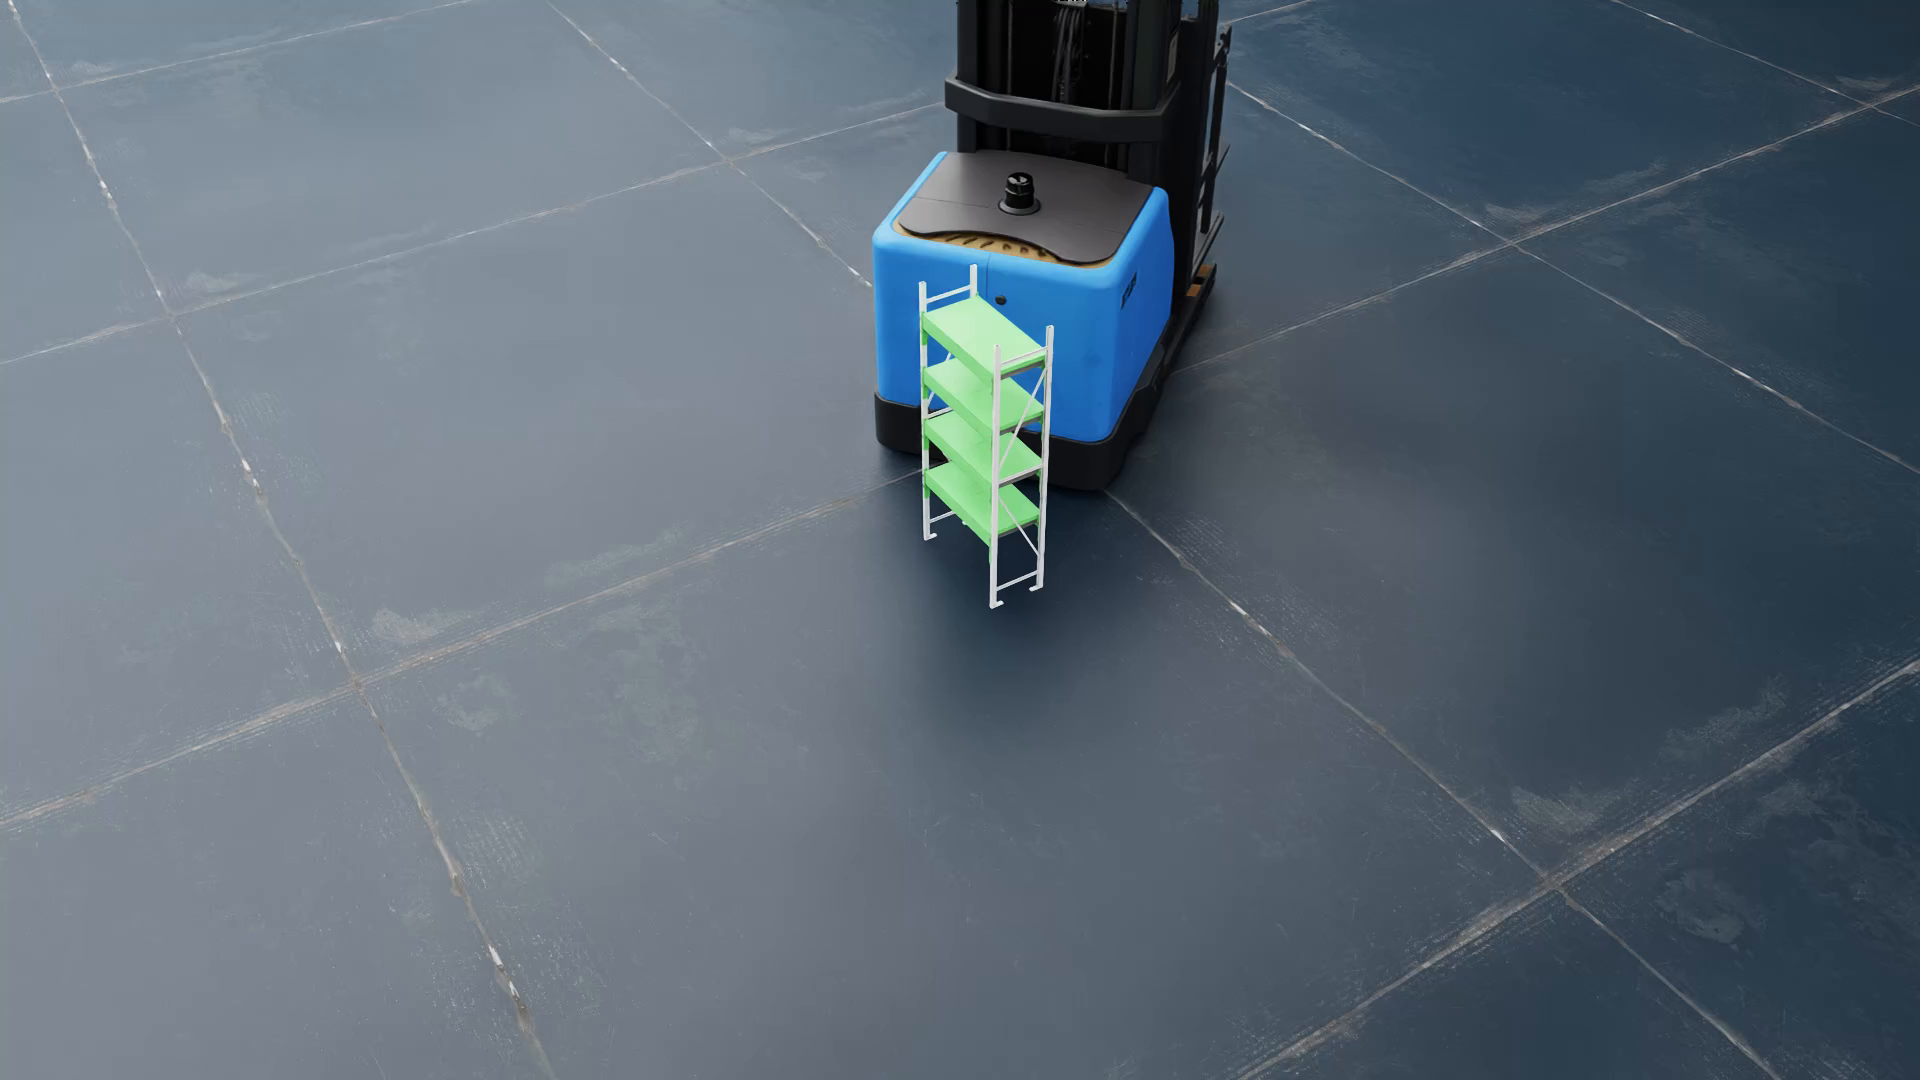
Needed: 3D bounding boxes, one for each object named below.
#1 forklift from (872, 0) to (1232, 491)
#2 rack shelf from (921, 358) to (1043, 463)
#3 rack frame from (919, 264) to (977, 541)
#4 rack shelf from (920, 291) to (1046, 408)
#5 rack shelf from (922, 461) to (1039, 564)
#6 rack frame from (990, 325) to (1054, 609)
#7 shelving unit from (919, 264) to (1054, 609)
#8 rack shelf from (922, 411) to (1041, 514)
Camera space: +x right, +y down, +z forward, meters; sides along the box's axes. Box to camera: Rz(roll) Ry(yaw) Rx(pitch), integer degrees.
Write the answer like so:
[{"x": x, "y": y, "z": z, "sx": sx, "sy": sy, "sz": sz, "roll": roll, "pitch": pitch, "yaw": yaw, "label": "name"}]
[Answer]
[{"x": 0.619, "y": -2.280, "z": 7.196, "sx": 1.130, "sy": 2.935, "sz": 3.031, "roll": 13, "pitch": 42, "yaw": 15, "label": "forklift"}, {"x": 0.089, "y": -0.507, "z": 6.146, "sx": 0.258, "sy": 0.148, "sz": 0.480, "roll": -22, "pitch": 45, "yaw": -24, "label": "rack shelf"}, {"x": -0.042, "y": -0.503, "z": 6.417, "sx": 0.240, "sy": 1.200, "sz": 0.015, "roll": -22, "pitch": 45, "yaw": -24, "label": "rack frame"}, {"x": 0.089, "y": -0.691, "z": 5.992, "sx": 0.258, "sy": 0.148, "sz": 0.480, "roll": -22, "pitch": 45, "yaw": -24, "label": "rack shelf"}, {"x": 0.089, "y": -0.138, "z": 6.453, "sx": 0.258, "sy": 0.148, "sz": 0.480, "roll": -22, "pitch": 45, "yaw": -24, "label": "rack shelf"}, {"x": 0.220, "y": -0.240, "z": 6.101, "sx": 0.240, "sy": 1.200, "sz": 0.015, "roll": -22, "pitch": 45, "yaw": -24, "label": "rack frame"}, {"x": 0.089, "y": -0.372, "z": 6.259, "sx": 0.258, "sy": 1.200, "sz": 0.503, "roll": -22, "pitch": 45, "yaw": -24, "label": "shelving unit"}, {"x": 0.089, "y": -0.323, "z": 6.300, "sx": 0.258, "sy": 0.148, "sz": 0.480, "roll": -22, "pitch": 45, "yaw": -24, "label": "rack shelf"}]
